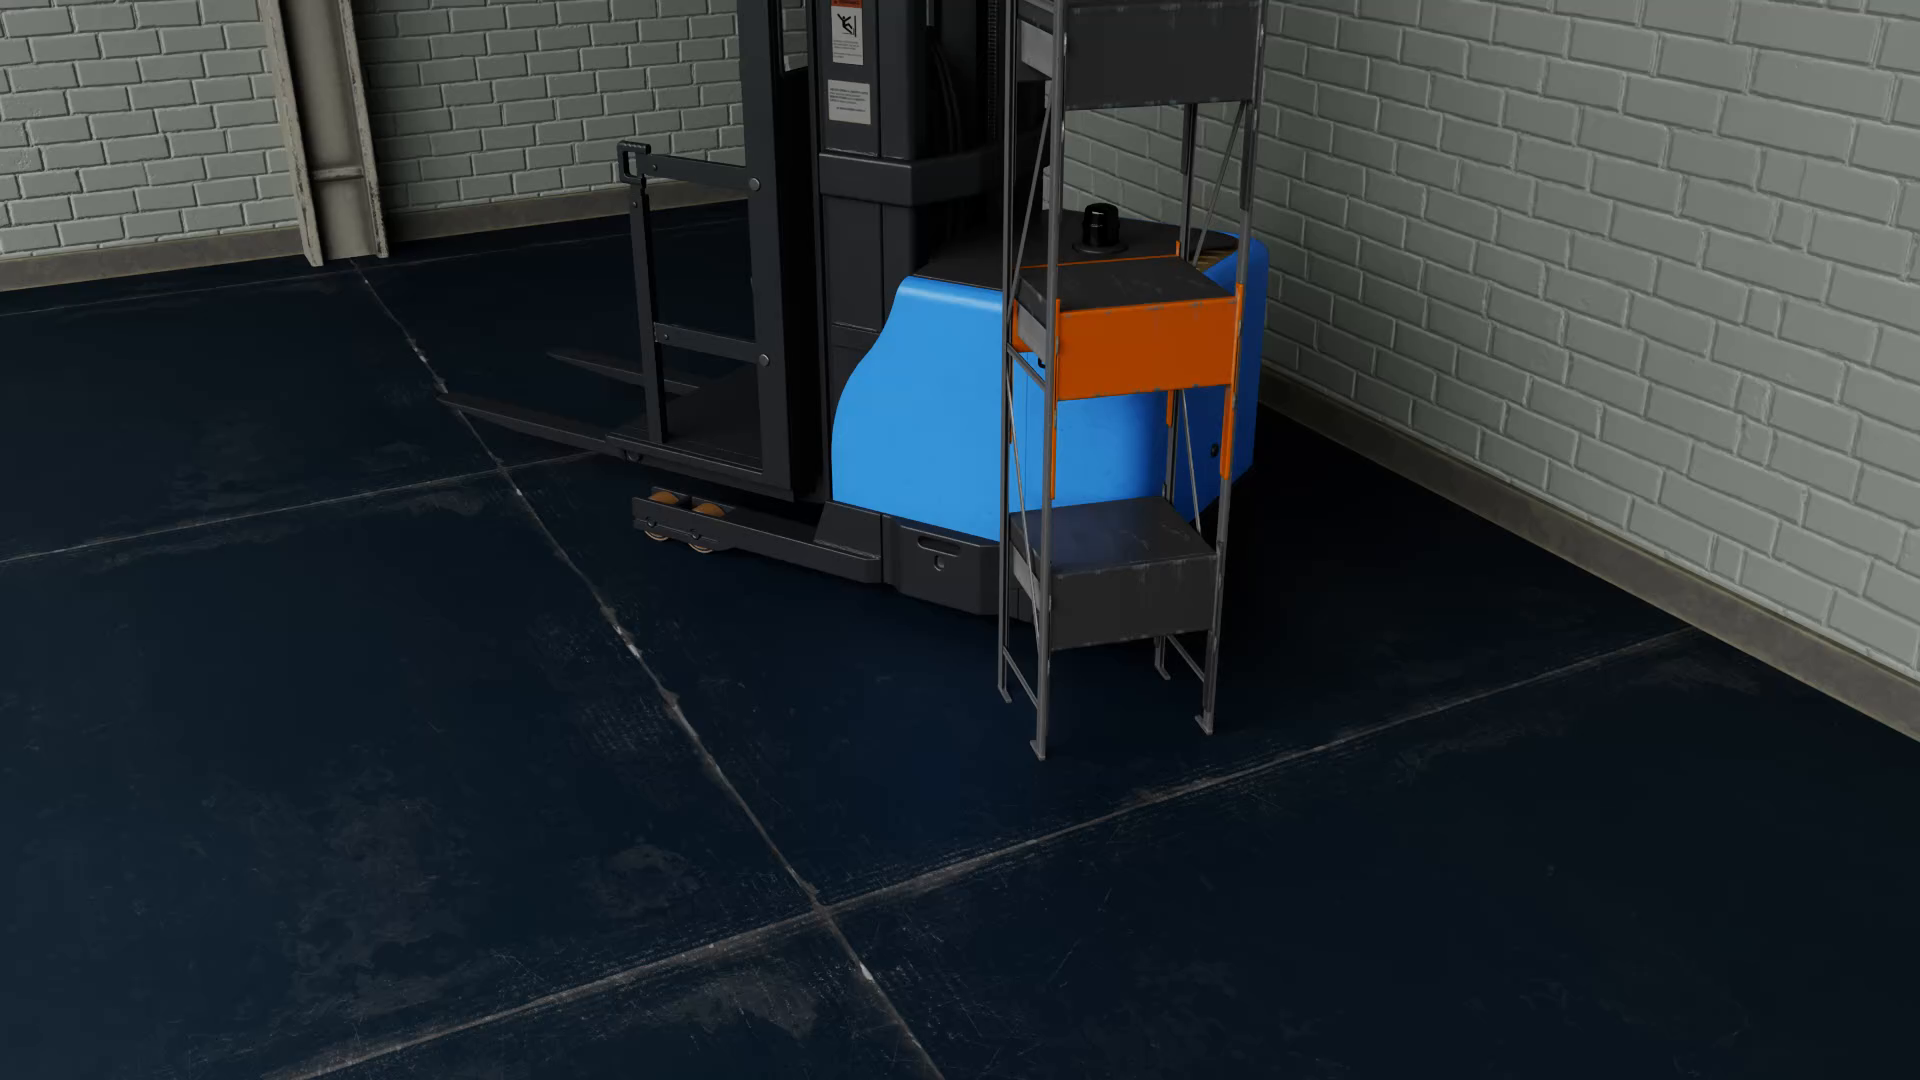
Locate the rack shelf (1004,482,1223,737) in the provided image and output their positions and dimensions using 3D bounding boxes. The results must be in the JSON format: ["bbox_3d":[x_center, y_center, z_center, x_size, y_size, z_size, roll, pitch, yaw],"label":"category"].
[{"bbox_3d":[0.406,0.183,4.591,0.480,0.518,0.431,-7,26,-14],"label":"rack shelf"}]

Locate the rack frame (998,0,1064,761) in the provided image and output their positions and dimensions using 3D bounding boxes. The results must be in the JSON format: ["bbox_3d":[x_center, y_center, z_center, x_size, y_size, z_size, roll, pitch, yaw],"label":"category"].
[{"bbox_3d":[0.171,-0.432,4.224,0.015,2.100,0.400,-7,26,-14],"label":"rack frame"}]

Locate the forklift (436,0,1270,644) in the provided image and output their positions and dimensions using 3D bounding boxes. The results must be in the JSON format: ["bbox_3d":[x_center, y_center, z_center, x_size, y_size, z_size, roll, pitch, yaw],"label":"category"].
[{"bbox_3d":[-0.537,-1.458,5.400,3.031,2.935,1.130,14,29,27],"label":"forklift"}]

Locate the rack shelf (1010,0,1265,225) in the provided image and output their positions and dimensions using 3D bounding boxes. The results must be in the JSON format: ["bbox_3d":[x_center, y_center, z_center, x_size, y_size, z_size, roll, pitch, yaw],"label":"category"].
[{"bbox_3d":[0.406,-1.079,3.985,0.480,0.518,0.431,-7,26,-14],"label":"rack shelf"}]

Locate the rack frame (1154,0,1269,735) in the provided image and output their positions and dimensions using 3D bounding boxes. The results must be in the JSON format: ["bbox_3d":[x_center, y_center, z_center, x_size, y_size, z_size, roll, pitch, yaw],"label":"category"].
[{"bbox_3d":[0.641,-0.488,4.341,0.015,2.100,0.400,-7,26,-14],"label":"rack frame"}]

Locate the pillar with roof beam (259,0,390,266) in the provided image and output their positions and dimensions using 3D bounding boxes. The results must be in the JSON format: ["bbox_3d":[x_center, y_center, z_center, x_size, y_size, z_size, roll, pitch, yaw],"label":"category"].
[{"bbox_3d":[-1.276,-3.949,3.579,0.400,9.000,9.100,-13,29,-25],"label":"pillar with roof beam"}]

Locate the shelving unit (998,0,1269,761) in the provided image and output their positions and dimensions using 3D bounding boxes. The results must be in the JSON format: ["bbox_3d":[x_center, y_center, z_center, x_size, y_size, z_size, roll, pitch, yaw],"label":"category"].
[{"bbox_3d":[0.406,-0.460,4.282,0.503,2.100,0.431,-7,26,-14],"label":"shelving unit"}]

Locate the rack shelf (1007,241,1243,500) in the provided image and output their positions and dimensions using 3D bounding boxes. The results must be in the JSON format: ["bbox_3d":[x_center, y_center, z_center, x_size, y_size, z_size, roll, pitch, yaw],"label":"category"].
[{"bbox_3d":[0.406,-0.448,4.288,0.480,0.518,0.431,-7,26,-14],"label":"rack shelf"}]
